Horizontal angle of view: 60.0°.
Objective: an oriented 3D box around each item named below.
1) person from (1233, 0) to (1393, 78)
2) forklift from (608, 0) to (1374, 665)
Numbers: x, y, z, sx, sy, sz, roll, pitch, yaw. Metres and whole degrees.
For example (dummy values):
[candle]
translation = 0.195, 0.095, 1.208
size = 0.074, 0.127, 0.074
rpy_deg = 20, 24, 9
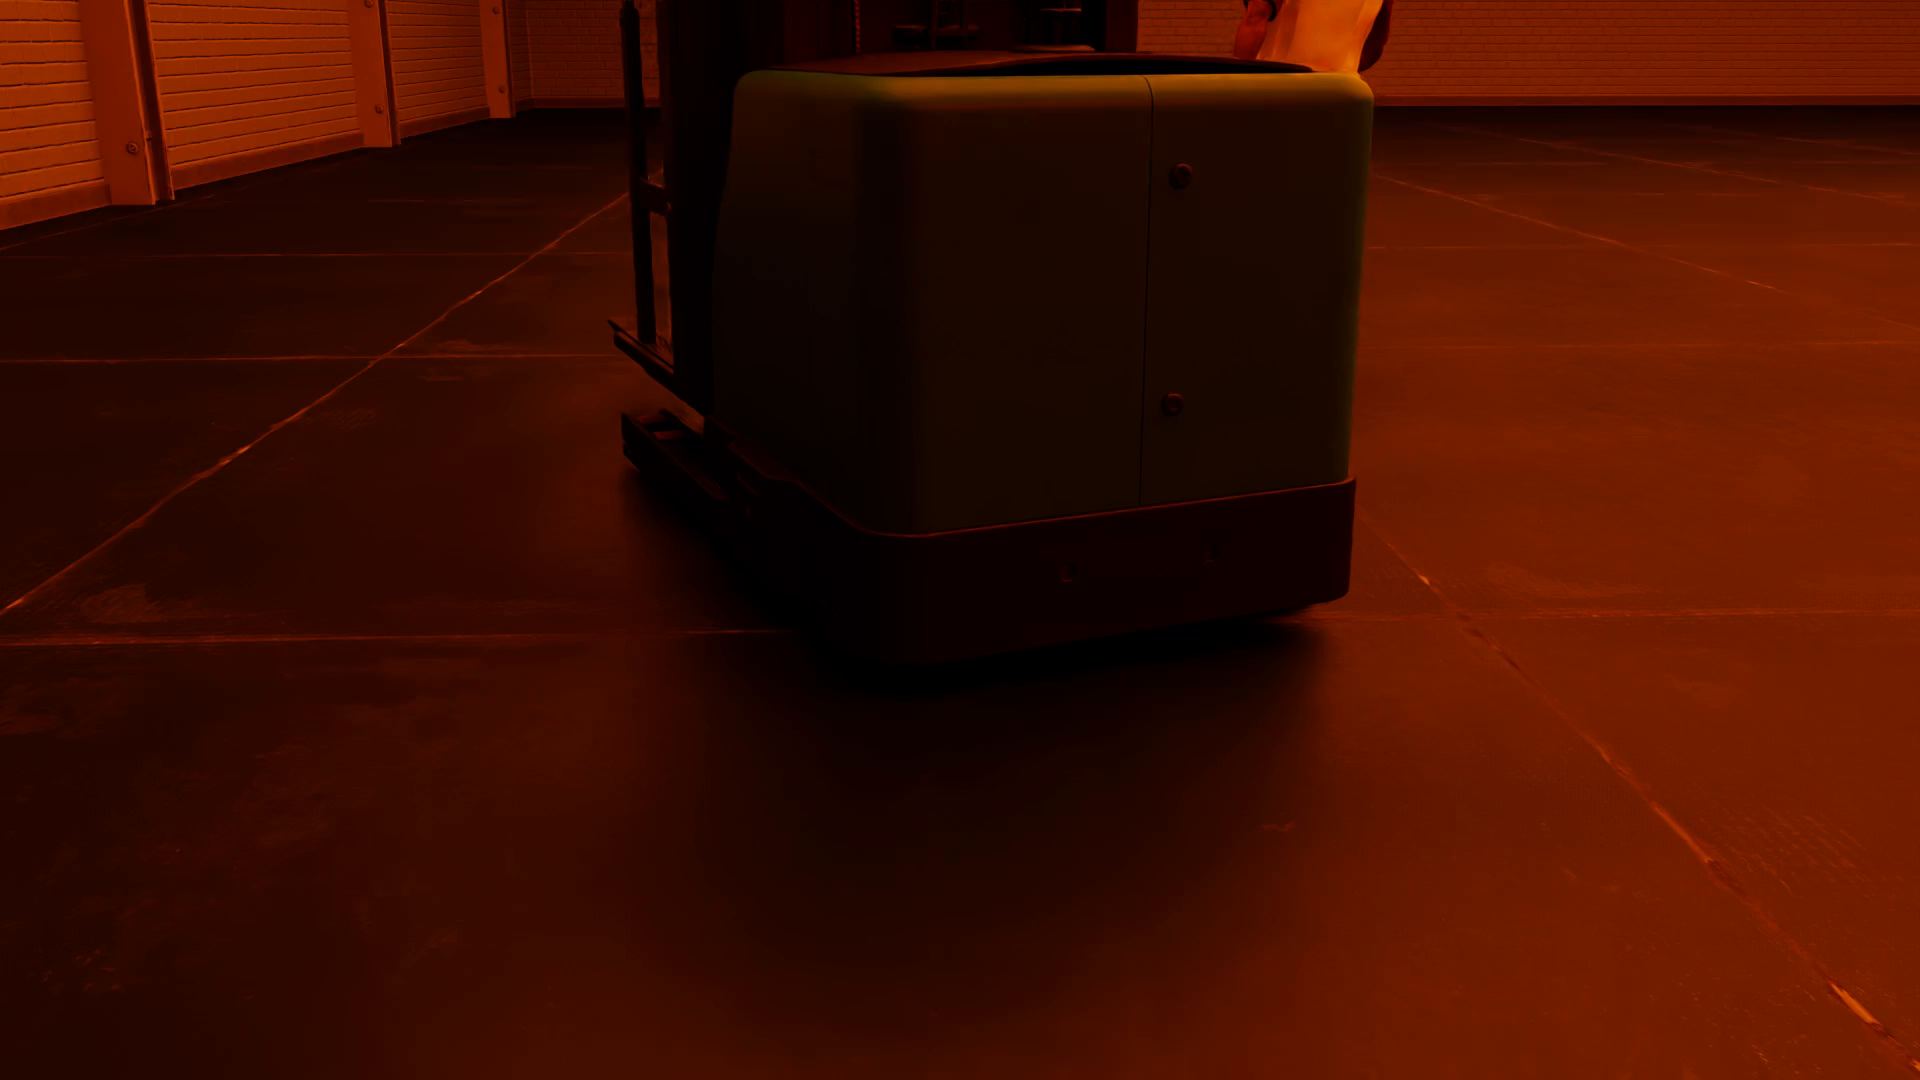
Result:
[person]
translation = 1.248, -1.511, 6.043
size = 0.628, 1.761, 0.865
rpy_deg = 0, 17, 2
[forklift]
translation = -0.268, -1.568, 4.033
size = 1.130, 2.935, 3.031
rpy_deg = -7, 18, -22
